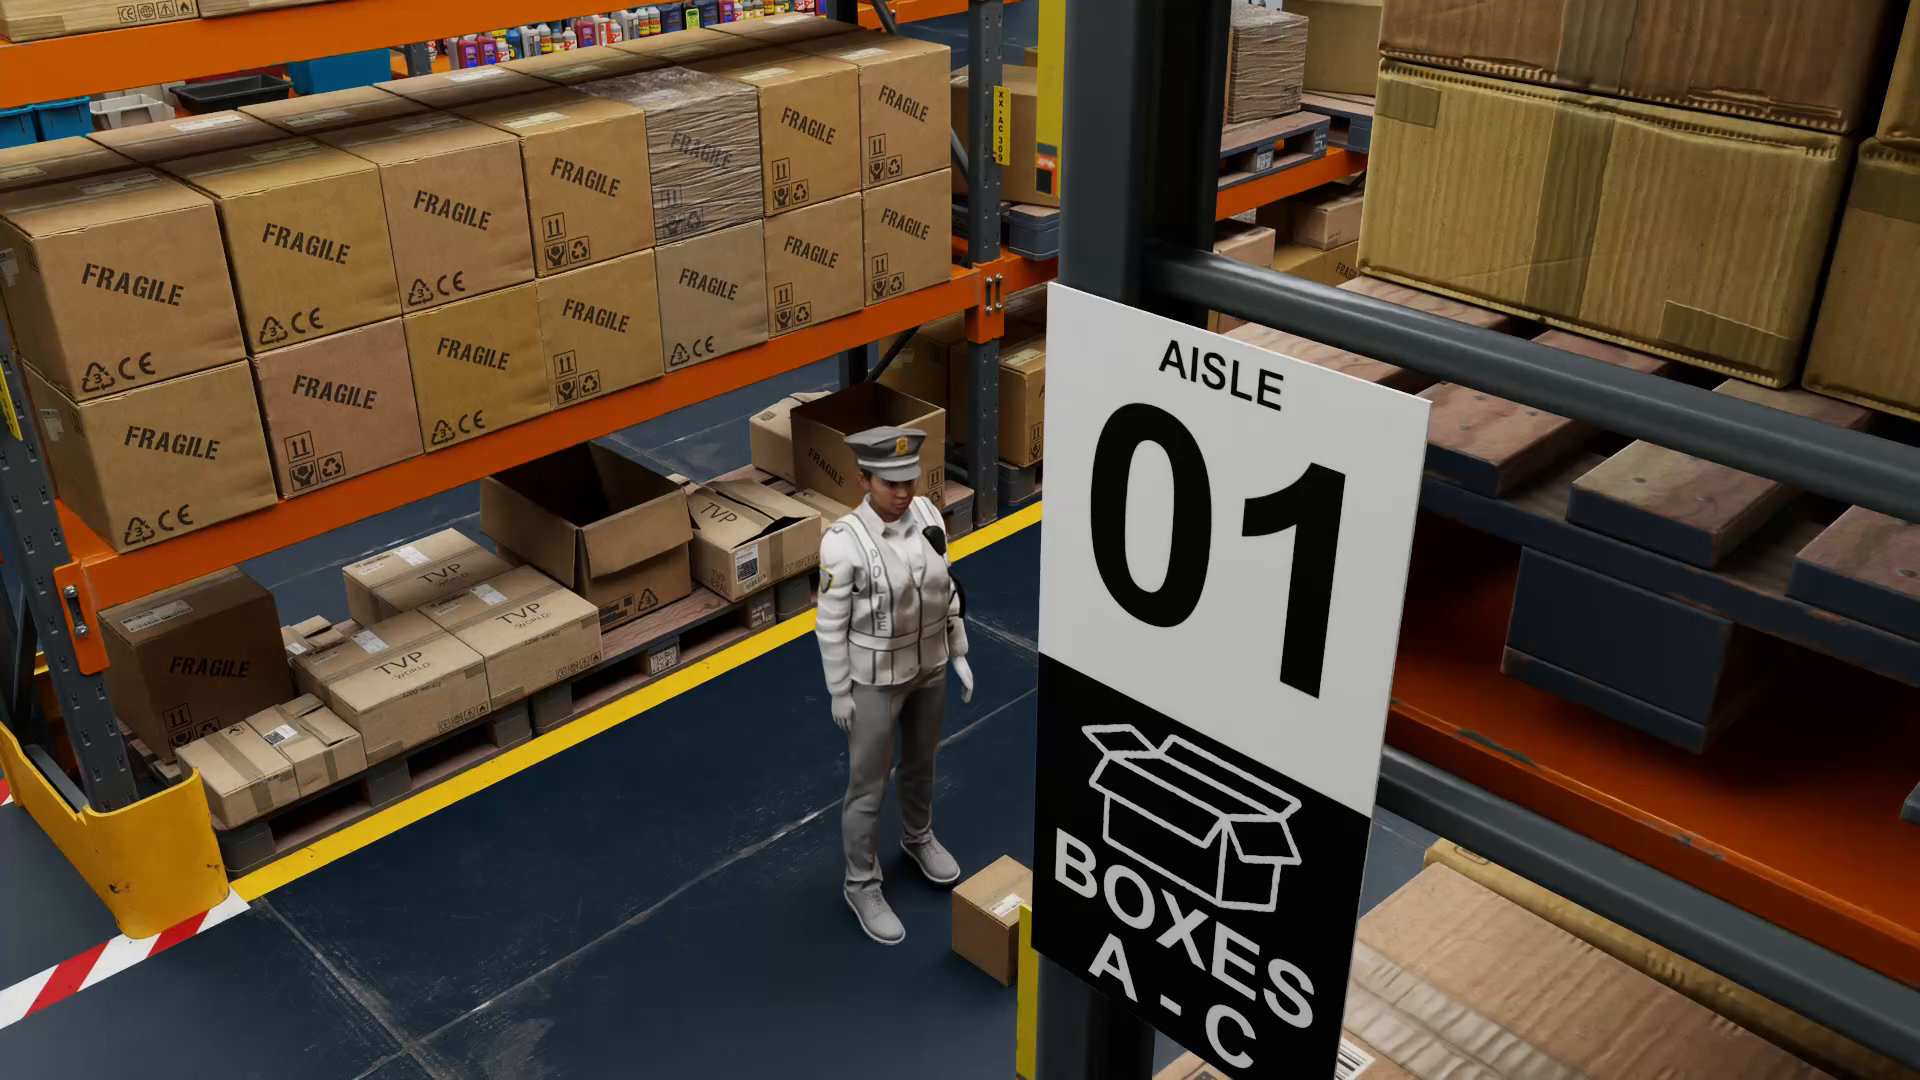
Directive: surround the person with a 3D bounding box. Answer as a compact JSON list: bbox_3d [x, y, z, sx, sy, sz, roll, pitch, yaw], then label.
[{"bbox_3d":[-0.182,0.436,5.260,0.500,1.711,0.400,-22,35,-35],"label":"person"}]
